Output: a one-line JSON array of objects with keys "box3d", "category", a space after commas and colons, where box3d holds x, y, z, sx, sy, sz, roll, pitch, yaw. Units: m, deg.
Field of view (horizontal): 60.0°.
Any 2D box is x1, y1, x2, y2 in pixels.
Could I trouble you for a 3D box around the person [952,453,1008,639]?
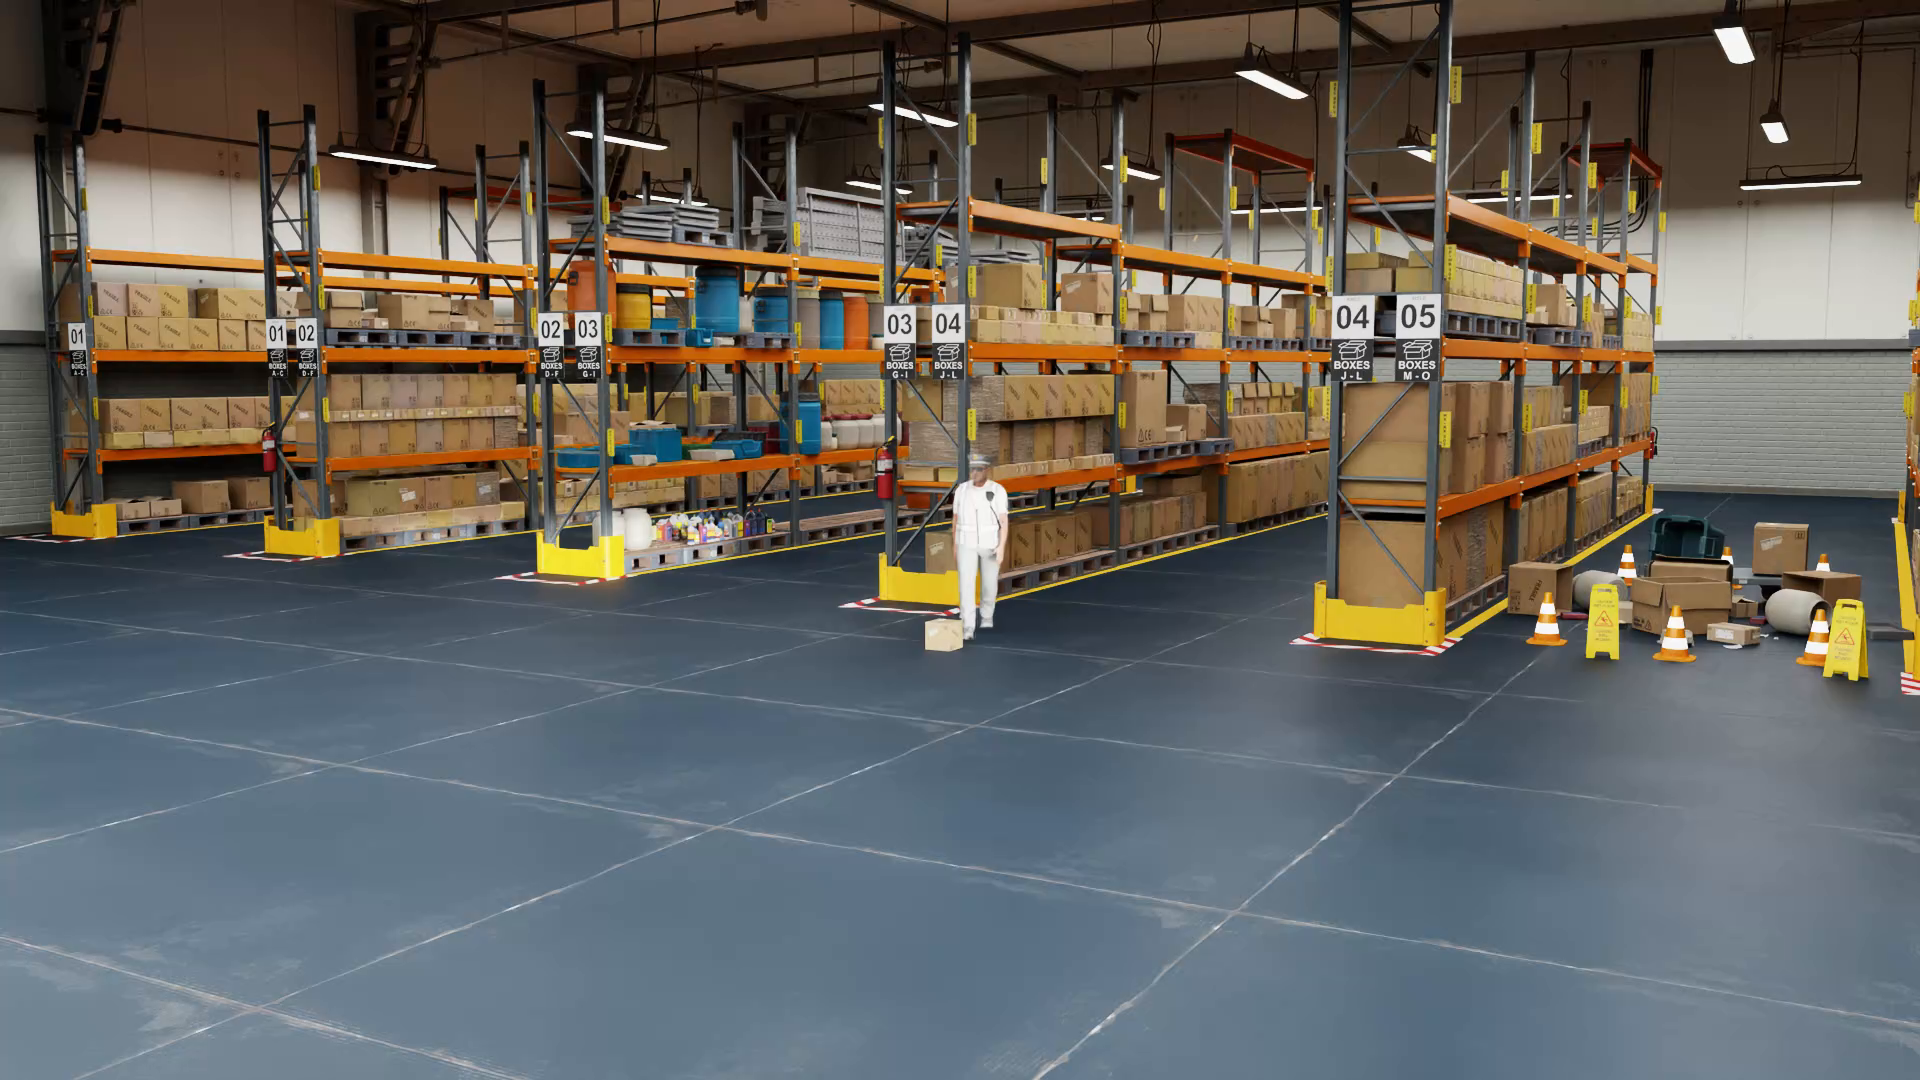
[{"box3d": [0.190, 0.046, 15.608, 0.527, 1.727, 0.972, 0, 6, 0], "category": "person"}]
